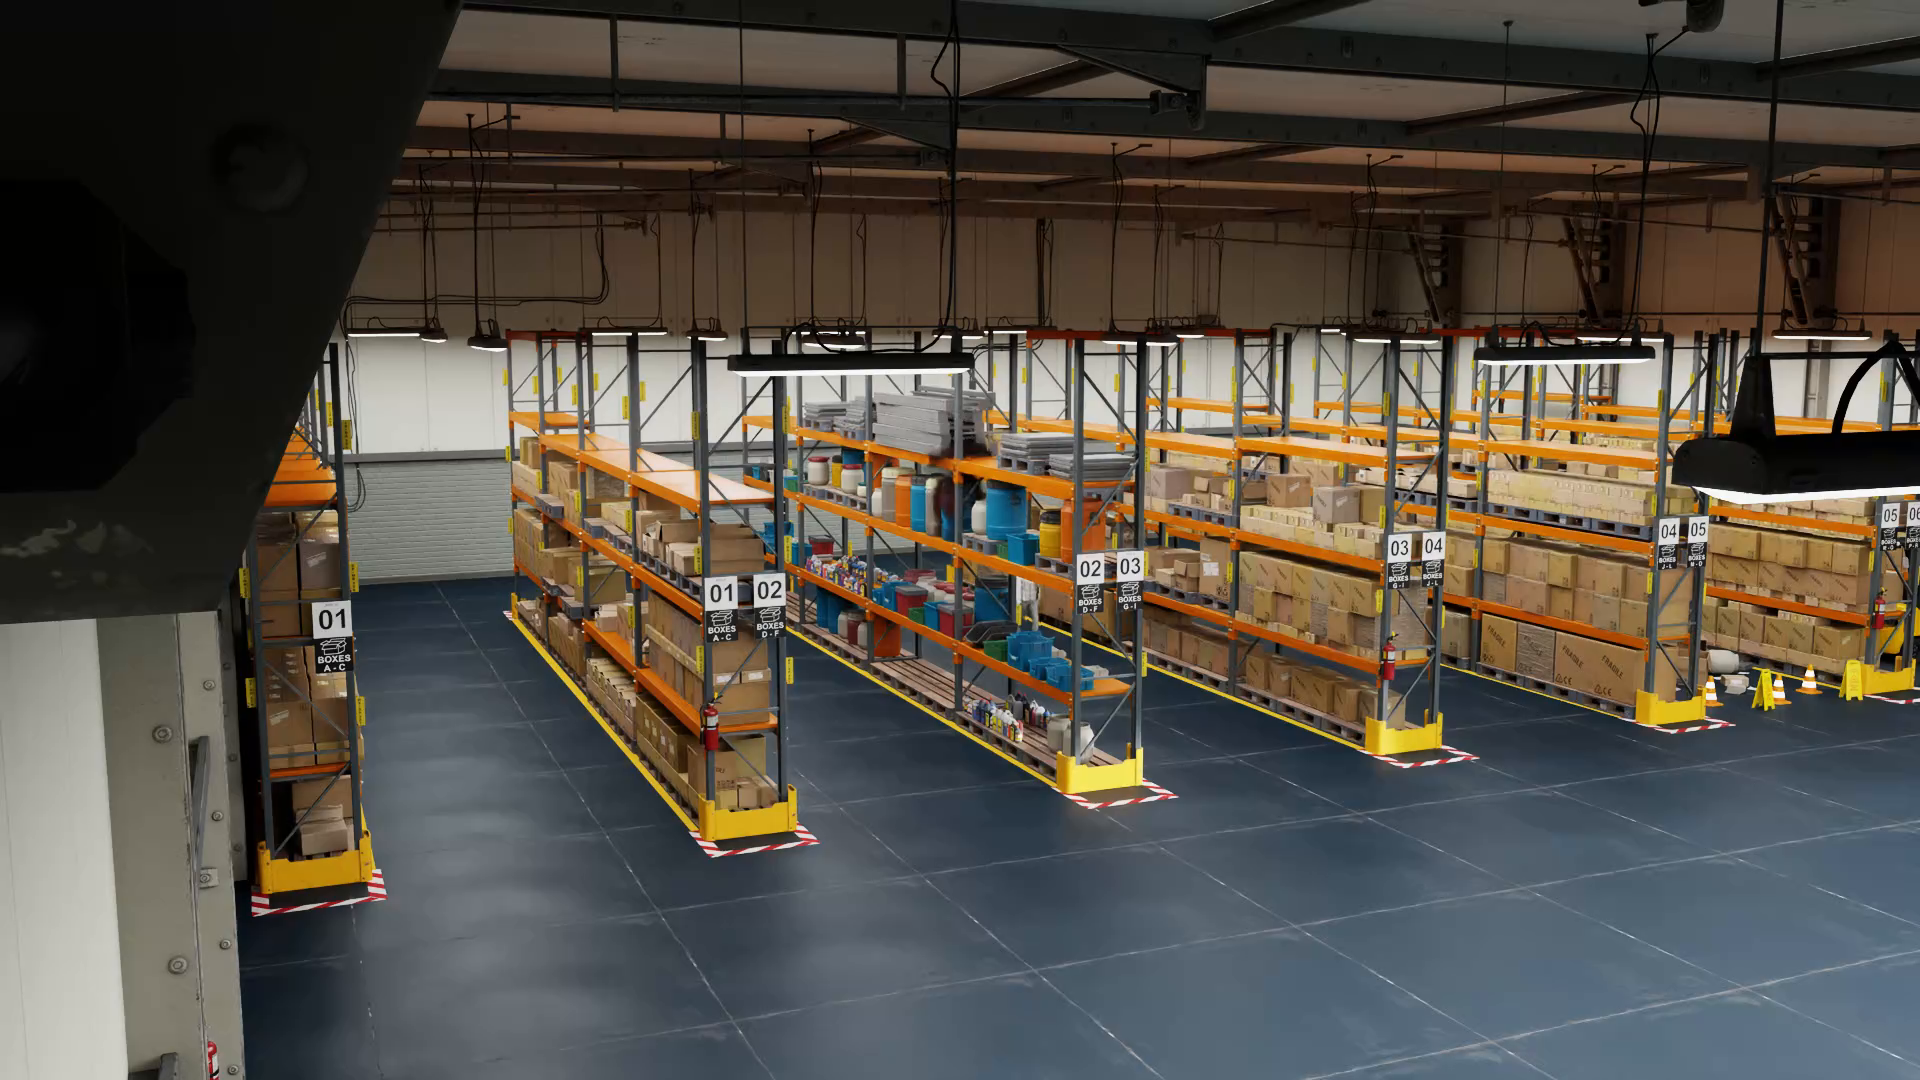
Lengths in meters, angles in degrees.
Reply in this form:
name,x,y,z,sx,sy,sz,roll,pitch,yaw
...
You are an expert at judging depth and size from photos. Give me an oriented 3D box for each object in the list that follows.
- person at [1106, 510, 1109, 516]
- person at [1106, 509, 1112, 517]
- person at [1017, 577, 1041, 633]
name,x,y,z,sx,sy,sz,roll,pitch,yaw
person,3.304,0.176,39.001,0.563,1.835,0.433,7,10,42
person,3.580,-0.086,41.072,0.674,1.646,0.489,-6,10,-37
person,1.320,1.156,32.056,0.561,1.646,0.948,-3,8,-20
